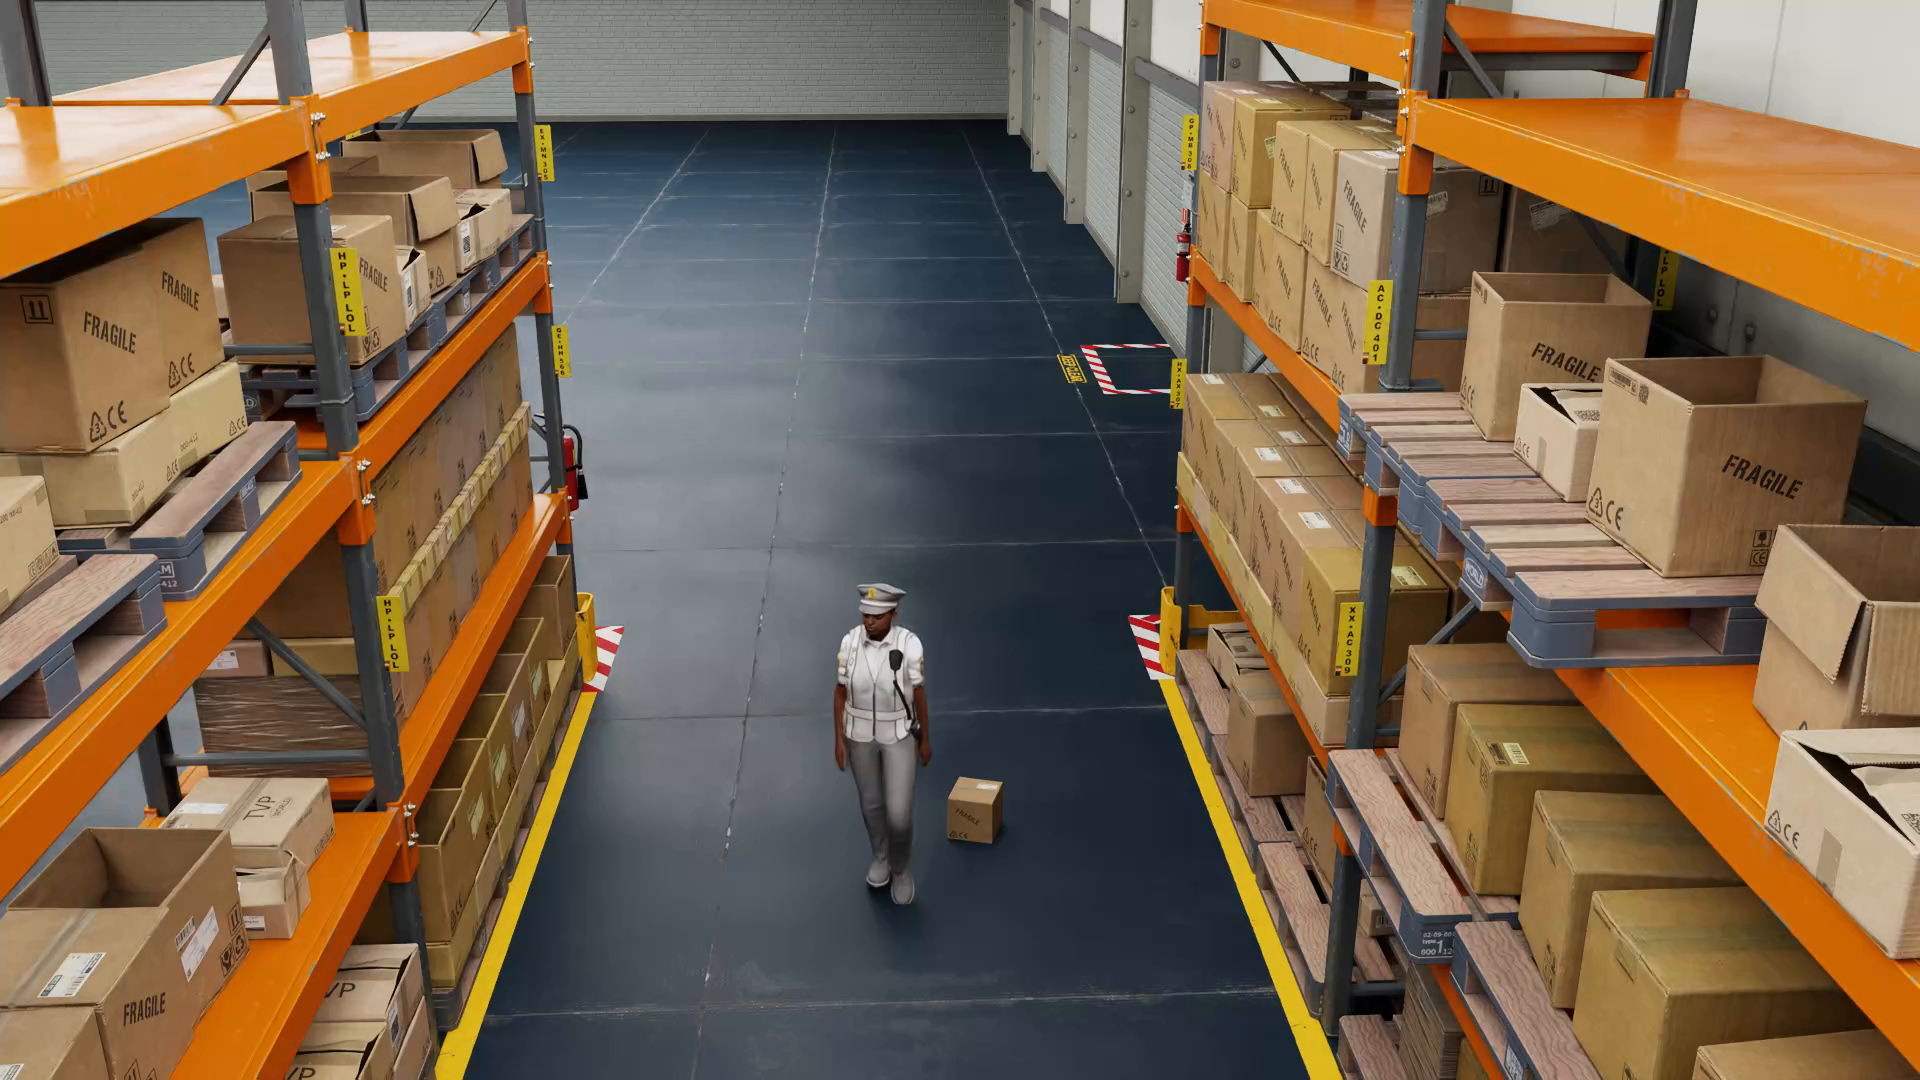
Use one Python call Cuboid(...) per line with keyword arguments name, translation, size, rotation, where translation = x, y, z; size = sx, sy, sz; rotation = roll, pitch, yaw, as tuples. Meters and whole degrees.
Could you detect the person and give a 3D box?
Cuboid(name="person", translation=(-0.403, 1.020, 8.312), size=(0.479, 1.733, 0.484), rotation=(5, 21, 12))
